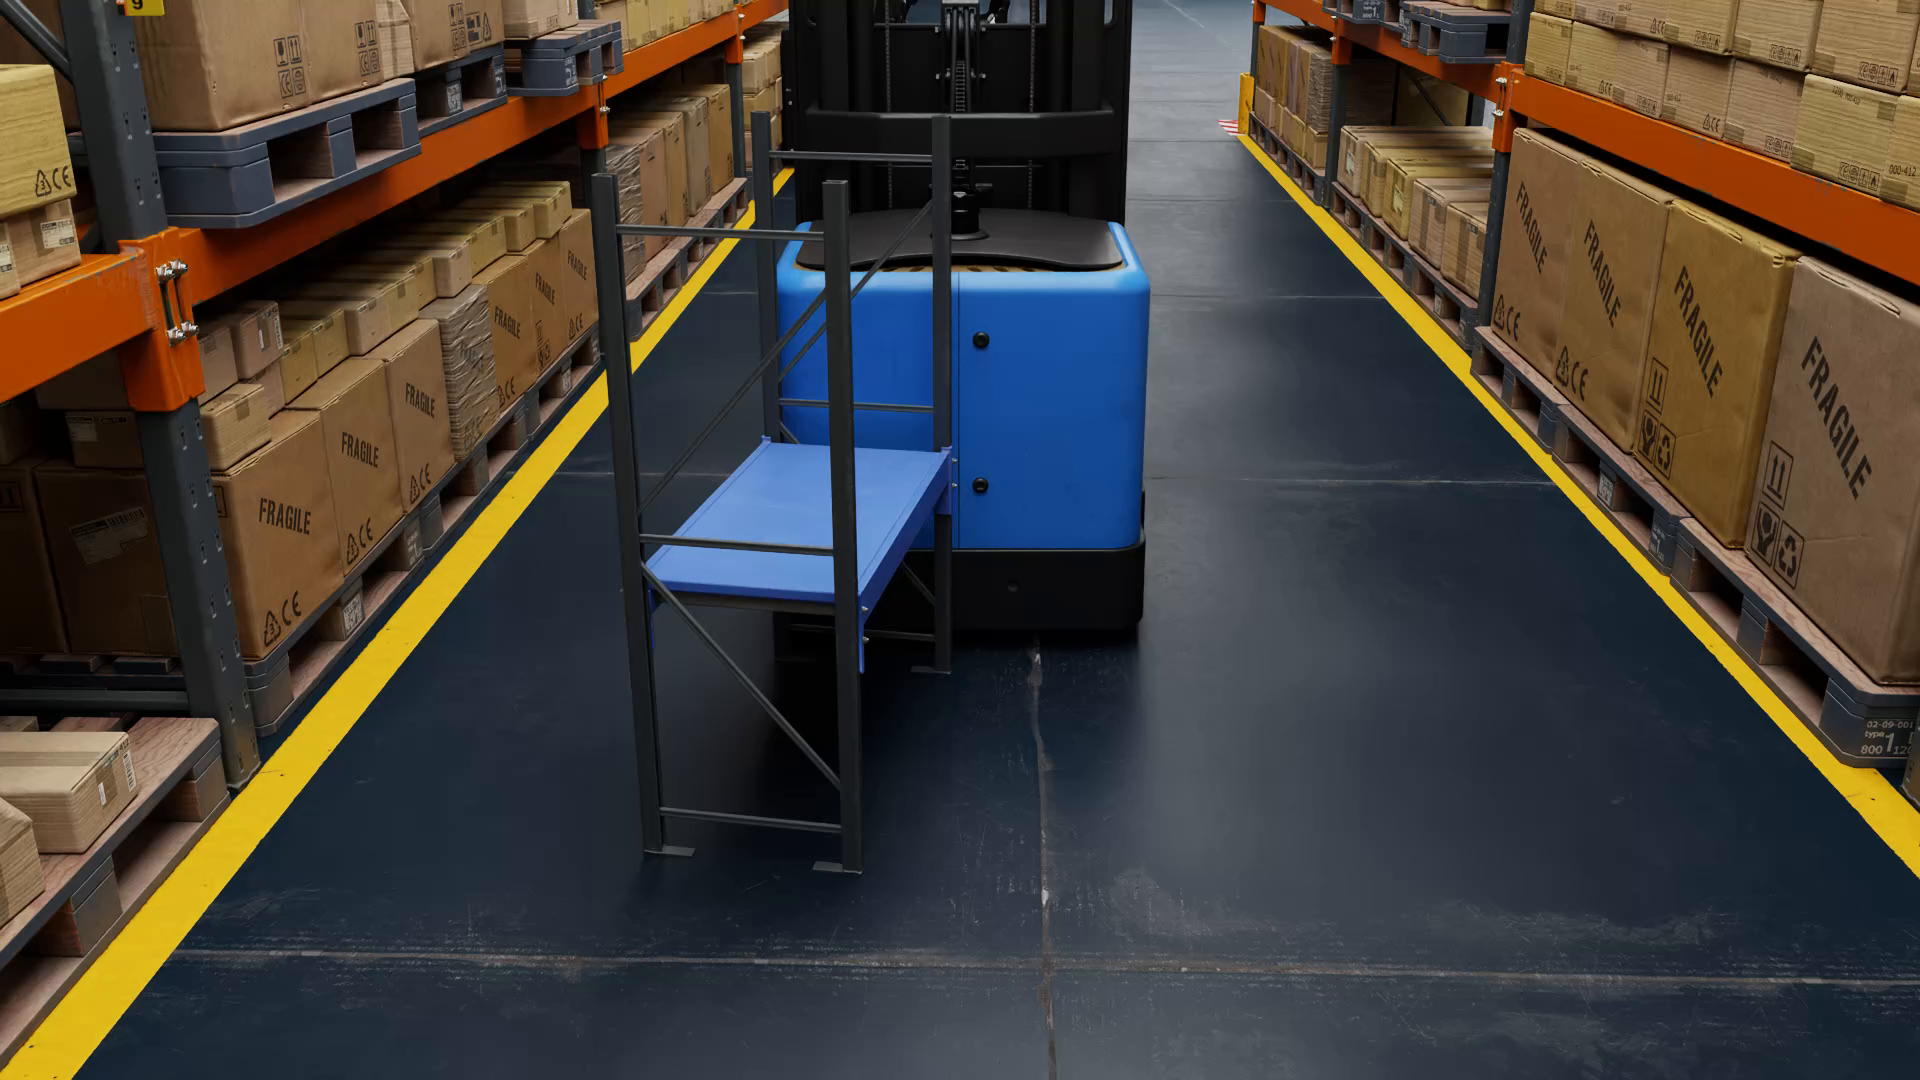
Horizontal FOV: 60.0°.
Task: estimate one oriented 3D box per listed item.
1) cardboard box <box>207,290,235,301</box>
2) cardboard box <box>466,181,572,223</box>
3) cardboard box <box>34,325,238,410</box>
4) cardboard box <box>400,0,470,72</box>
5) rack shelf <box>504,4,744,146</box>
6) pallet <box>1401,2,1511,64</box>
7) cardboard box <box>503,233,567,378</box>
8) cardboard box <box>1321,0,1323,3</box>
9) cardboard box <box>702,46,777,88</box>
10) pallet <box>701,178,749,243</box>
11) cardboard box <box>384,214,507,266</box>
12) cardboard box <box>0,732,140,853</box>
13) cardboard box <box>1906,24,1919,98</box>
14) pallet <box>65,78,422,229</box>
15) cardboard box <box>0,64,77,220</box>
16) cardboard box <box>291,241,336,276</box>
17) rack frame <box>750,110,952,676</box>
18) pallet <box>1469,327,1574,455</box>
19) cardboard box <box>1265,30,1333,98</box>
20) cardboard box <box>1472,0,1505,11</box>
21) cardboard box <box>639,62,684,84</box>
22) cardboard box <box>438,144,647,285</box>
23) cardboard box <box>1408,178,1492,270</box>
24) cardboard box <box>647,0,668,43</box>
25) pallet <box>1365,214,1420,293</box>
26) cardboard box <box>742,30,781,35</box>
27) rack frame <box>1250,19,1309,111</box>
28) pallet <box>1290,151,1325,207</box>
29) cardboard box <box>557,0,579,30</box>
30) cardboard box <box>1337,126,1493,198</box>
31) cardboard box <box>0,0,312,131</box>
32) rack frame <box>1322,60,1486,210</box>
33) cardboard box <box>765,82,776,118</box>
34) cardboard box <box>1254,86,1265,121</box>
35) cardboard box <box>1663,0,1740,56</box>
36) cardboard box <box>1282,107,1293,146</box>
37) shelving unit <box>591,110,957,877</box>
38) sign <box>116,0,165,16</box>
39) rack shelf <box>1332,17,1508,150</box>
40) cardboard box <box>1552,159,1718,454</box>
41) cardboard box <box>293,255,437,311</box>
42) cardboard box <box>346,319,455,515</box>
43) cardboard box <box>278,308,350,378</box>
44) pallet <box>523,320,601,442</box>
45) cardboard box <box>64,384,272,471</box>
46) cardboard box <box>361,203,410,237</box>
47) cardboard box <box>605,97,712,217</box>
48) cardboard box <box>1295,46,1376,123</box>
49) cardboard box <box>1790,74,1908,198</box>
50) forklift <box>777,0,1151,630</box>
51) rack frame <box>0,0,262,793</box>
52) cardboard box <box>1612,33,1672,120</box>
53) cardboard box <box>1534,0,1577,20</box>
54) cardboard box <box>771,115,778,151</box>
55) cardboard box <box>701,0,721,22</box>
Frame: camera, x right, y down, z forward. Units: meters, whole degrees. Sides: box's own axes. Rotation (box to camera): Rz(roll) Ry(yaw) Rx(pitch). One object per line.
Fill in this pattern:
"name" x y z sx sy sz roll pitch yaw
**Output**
"cardboard box" -2.449 -0.666 5.078 0.380 0.149 0.250 1 21 3
"cardboard box" -1.857 -1.420 7.020 0.380 0.149 0.250 0 21 -1
"cardboard box" -2.001 -0.421 4.035 0.380 0.149 0.250 0 21 1
"cardboard box" -1.939 -1.708 5.066 0.700 0.500 0.500 1 21 1
"rack shelf" -2.034 -2.656 9.223 1.077 0.370 4.000 1 21 2
"pallet" 2.782 -2.385 7.793 1.213 0.211 1.003 1 21 2
"cardboard box" -1.919 -0.963 6.739 0.500 0.500 0.500 0 21 1
"cardboard box" 2.694 -3.754 11.405 0.380 0.149 0.250 1 21 3
"cardboard box" -1.619 -3.451 12.115 0.500 0.250 0.500 1 21 2
"pallet" -1.957 -2.148 10.773 1.003 0.211 1.213 1 21 2
"cardboard box" -1.940 -1.131 6.276 0.380 0.149 0.250 1 21 3
"cardboard box" -1.940 0.516 3.414 0.380 0.149 0.250 0 21 0
"cardboard box" 2.515 -1.094 3.719 0.500 0.250 0.500 1 21 2
"pallet" -2.083 -1.021 4.278 1.003 0.211 1.213 1 21 2
"cardboard box" -1.988 -0.704 2.993 0.500 0.250 0.500 1 21 3
"cardboard box" -2.408 -0.948 5.804 0.380 0.149 0.250 1 21 2
"rack frame" -0.270 -0.347 4.350 0.500 1.500 0.032 4 22 10
"pallet" 2.767 -0.631 6.864 1.003 0.211 1.213 1 21 2
"cardboard box" 2.797 -3.885 13.579 0.500 0.500 0.500 0 21 0
"cardboard box" 2.577 -2.513 7.625 0.380 0.149 0.250 1 21 2
"cardboard box" -2.152 -3.275 11.661 0.500 0.250 0.500 1 21 3
"cardboard box" -2.062 -1.583 8.163 0.875 0.625 0.625 1 21 3
"cardboard box" 2.908 -1.657 8.705 0.950 0.372 0.625 0 21 1
"cardboard box" -1.808 -2.725 8.611 0.500 0.250 0.500 0 21 0
"pallet" 2.932 -1.638 9.458 1.003 0.211 1.213 1 21 2
"cardboard box" -1.569 -4.004 13.540 0.500 0.250 0.500 1 21 2
"rack frame" 3.110 -5.108 14.546 1.000 3.000 0.127 1 21 2
"pallet" 2.973 -2.605 11.950 1.003 0.211 1.213 1 21 2
"cardboard box" -1.732 -2.106 6.575 0.380 0.149 0.250 1 21 3
"cardboard box" 2.975 -2.443 10.730 0.950 0.372 0.625 1 21 2
"cardboard box" -1.978 -1.237 3.852 0.700 0.500 0.500 1 21 3
"rack frame" 2.988 -3.662 10.819 1.000 3.000 0.127 1 21 2
"cardboard box" -1.637 -3.215 12.199 0.500 0.250 0.500 1 21 1
"cardboard box" 2.809 -3.733 14.224 0.500 0.250 0.500 0 21 1
"cardboard box" 2.531 -1.648 5.145 0.500 0.250 0.500 1 21 3
"cardboard box" 2.764 -3.169 12.769 0.500 0.250 0.500 1 21 2
"shelving unit" -0.364 -0.166 3.884 0.538 1.500 1.048 4 22 10
"sign" -1.674 -1.223 3.337 0.100 0.325 0.005 1 21 2
"rack shelf" 2.927 -2.603 9.086 1.077 0.370 4.000 1 21 2
"cardboard box" 2.731 -0.849 5.928 0.875 0.875 0.875 1 21 2
"cardboard box" -1.984 -0.853 5.558 0.380 0.149 0.250 1 21 2
"cardboard box" -1.951 -0.398 5.284 0.500 0.500 0.500 0 21 0
"cardboard box" -2.018 -0.575 4.843 0.380 0.149 0.250 0 21 1
"pallet" -2.156 -0.699 7.039 1.003 0.211 1.213 1 21 2
"cardboard box" -1.940 -0.282 4.087 0.380 0.149 0.250 2 21 4
"cardboard box" -2.385 -1.230 6.530 0.380 0.149 0.250 1 21 2
"cardboard box" -2.009 -2.334 10.101 0.875 0.625 0.625 0 21 1
"cardboard box" 2.751 -3.326 12.138 0.500 0.500 0.500 1 21 3
"cardboard box" 2.523 -1.048 4.291 0.500 0.250 0.500 0 21 1
"forklift" 0.002 -1.594 5.586 1.130 2.935 3.031 0 21 0
"rack frame" -2.217 -0.822 3.502 1.000 3.000 0.127 1 21 2
"cardboard box" 2.580 -1.596 5.702 0.500 0.250 0.500 1 21 3
"cardboard box" 2.604 -2.198 6.563 0.500 0.250 0.500 0 21 1
"cardboard box" -1.628 -2.984 12.293 0.500 0.250 0.500 0 21 0
"cardboard box" -1.737 -3.278 10.038 0.500 0.250 0.500 1 21 1
